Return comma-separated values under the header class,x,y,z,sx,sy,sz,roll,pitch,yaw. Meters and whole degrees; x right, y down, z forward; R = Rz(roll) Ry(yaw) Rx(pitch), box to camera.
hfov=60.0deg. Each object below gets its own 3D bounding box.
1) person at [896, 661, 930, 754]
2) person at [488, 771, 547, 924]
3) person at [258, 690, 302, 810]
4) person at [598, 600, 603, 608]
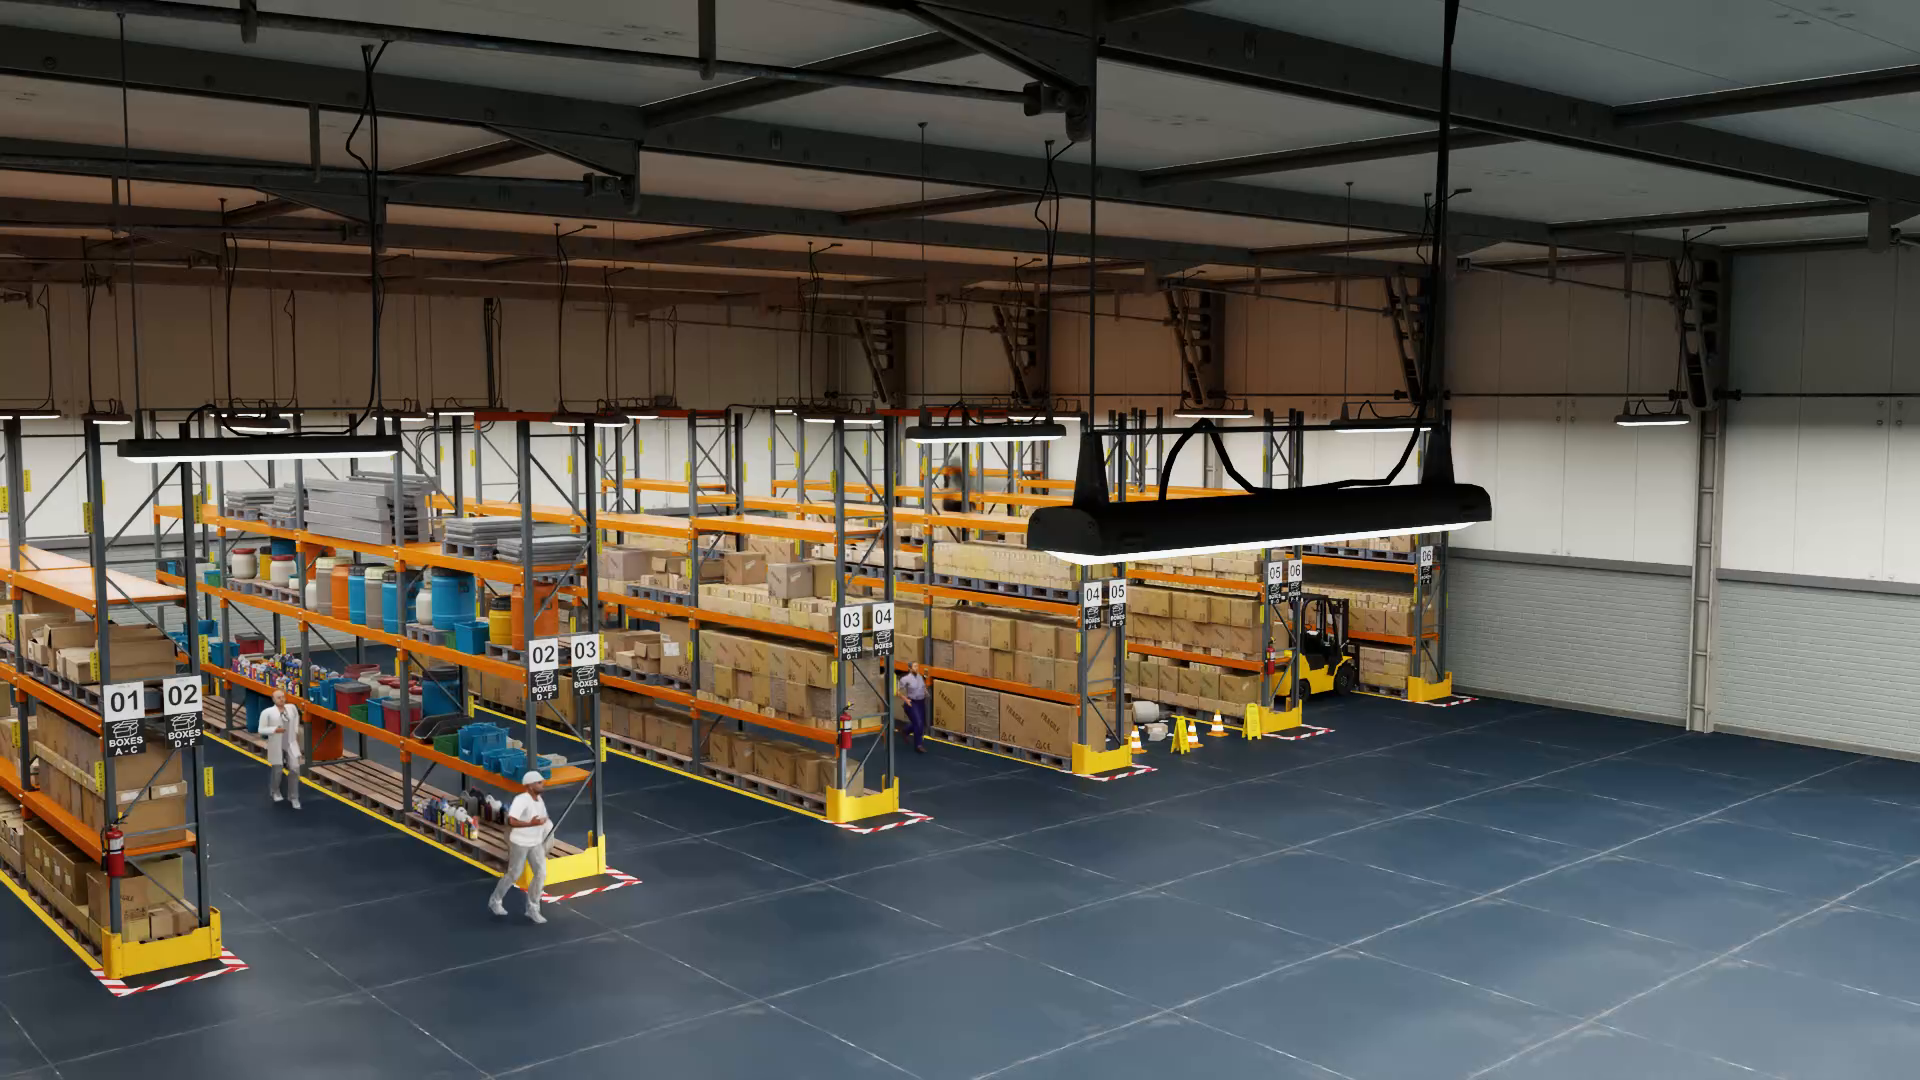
class,x,y,z,sx,sy,sz,roll,pitch,yaw
person,-0.838,2.946,29.465,0.793,1.600,0.605,5,7,42
person,-5.241,3.690,20.163,0.809,1.774,0.703,2,6,25
person,-10.413,3.211,25.512,0.687,1.851,0.868,-4,6,-39
person,-8.977,1.910,41.046,0.551,1.633,0.719,-2,5,-18
